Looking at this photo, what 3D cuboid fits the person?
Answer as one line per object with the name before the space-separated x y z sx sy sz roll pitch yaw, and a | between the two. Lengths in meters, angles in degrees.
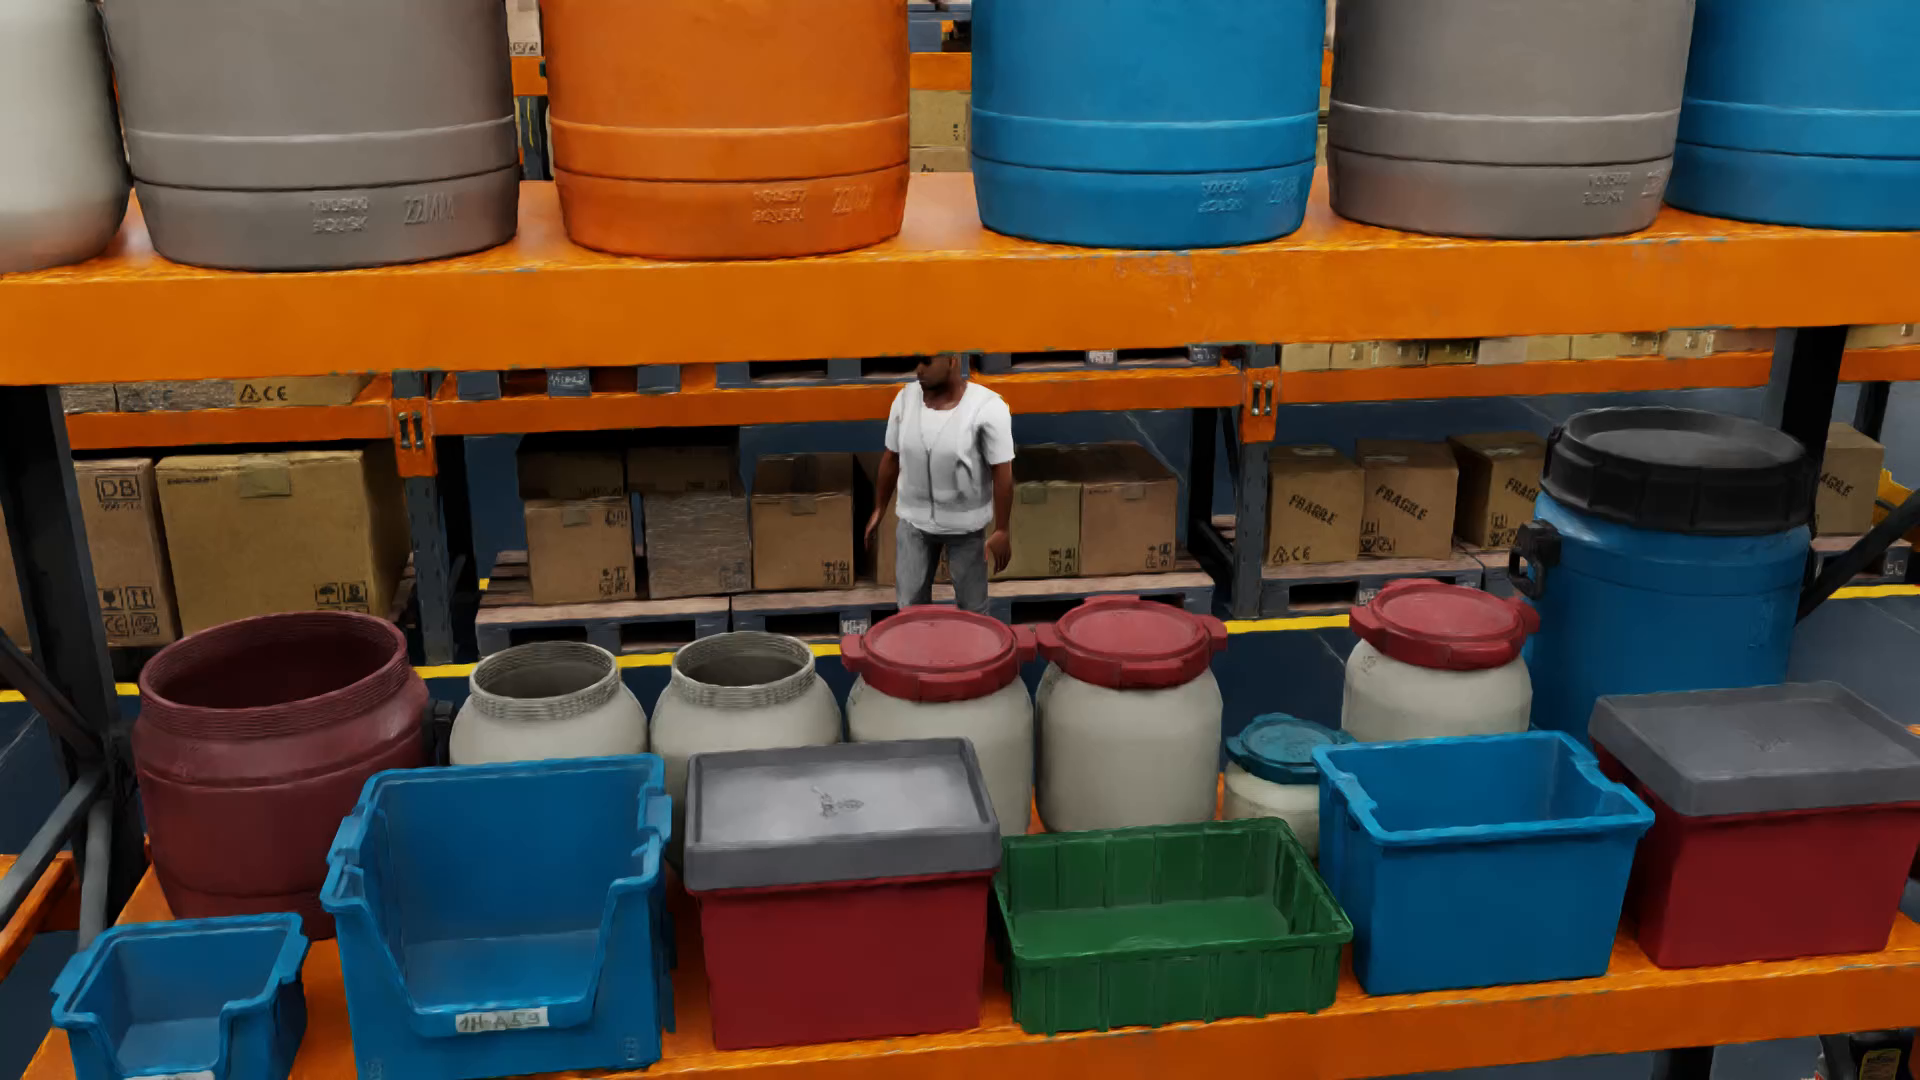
person | -0.108 -0.063 7.139 0.675 1.763 0.572 6 21 17
